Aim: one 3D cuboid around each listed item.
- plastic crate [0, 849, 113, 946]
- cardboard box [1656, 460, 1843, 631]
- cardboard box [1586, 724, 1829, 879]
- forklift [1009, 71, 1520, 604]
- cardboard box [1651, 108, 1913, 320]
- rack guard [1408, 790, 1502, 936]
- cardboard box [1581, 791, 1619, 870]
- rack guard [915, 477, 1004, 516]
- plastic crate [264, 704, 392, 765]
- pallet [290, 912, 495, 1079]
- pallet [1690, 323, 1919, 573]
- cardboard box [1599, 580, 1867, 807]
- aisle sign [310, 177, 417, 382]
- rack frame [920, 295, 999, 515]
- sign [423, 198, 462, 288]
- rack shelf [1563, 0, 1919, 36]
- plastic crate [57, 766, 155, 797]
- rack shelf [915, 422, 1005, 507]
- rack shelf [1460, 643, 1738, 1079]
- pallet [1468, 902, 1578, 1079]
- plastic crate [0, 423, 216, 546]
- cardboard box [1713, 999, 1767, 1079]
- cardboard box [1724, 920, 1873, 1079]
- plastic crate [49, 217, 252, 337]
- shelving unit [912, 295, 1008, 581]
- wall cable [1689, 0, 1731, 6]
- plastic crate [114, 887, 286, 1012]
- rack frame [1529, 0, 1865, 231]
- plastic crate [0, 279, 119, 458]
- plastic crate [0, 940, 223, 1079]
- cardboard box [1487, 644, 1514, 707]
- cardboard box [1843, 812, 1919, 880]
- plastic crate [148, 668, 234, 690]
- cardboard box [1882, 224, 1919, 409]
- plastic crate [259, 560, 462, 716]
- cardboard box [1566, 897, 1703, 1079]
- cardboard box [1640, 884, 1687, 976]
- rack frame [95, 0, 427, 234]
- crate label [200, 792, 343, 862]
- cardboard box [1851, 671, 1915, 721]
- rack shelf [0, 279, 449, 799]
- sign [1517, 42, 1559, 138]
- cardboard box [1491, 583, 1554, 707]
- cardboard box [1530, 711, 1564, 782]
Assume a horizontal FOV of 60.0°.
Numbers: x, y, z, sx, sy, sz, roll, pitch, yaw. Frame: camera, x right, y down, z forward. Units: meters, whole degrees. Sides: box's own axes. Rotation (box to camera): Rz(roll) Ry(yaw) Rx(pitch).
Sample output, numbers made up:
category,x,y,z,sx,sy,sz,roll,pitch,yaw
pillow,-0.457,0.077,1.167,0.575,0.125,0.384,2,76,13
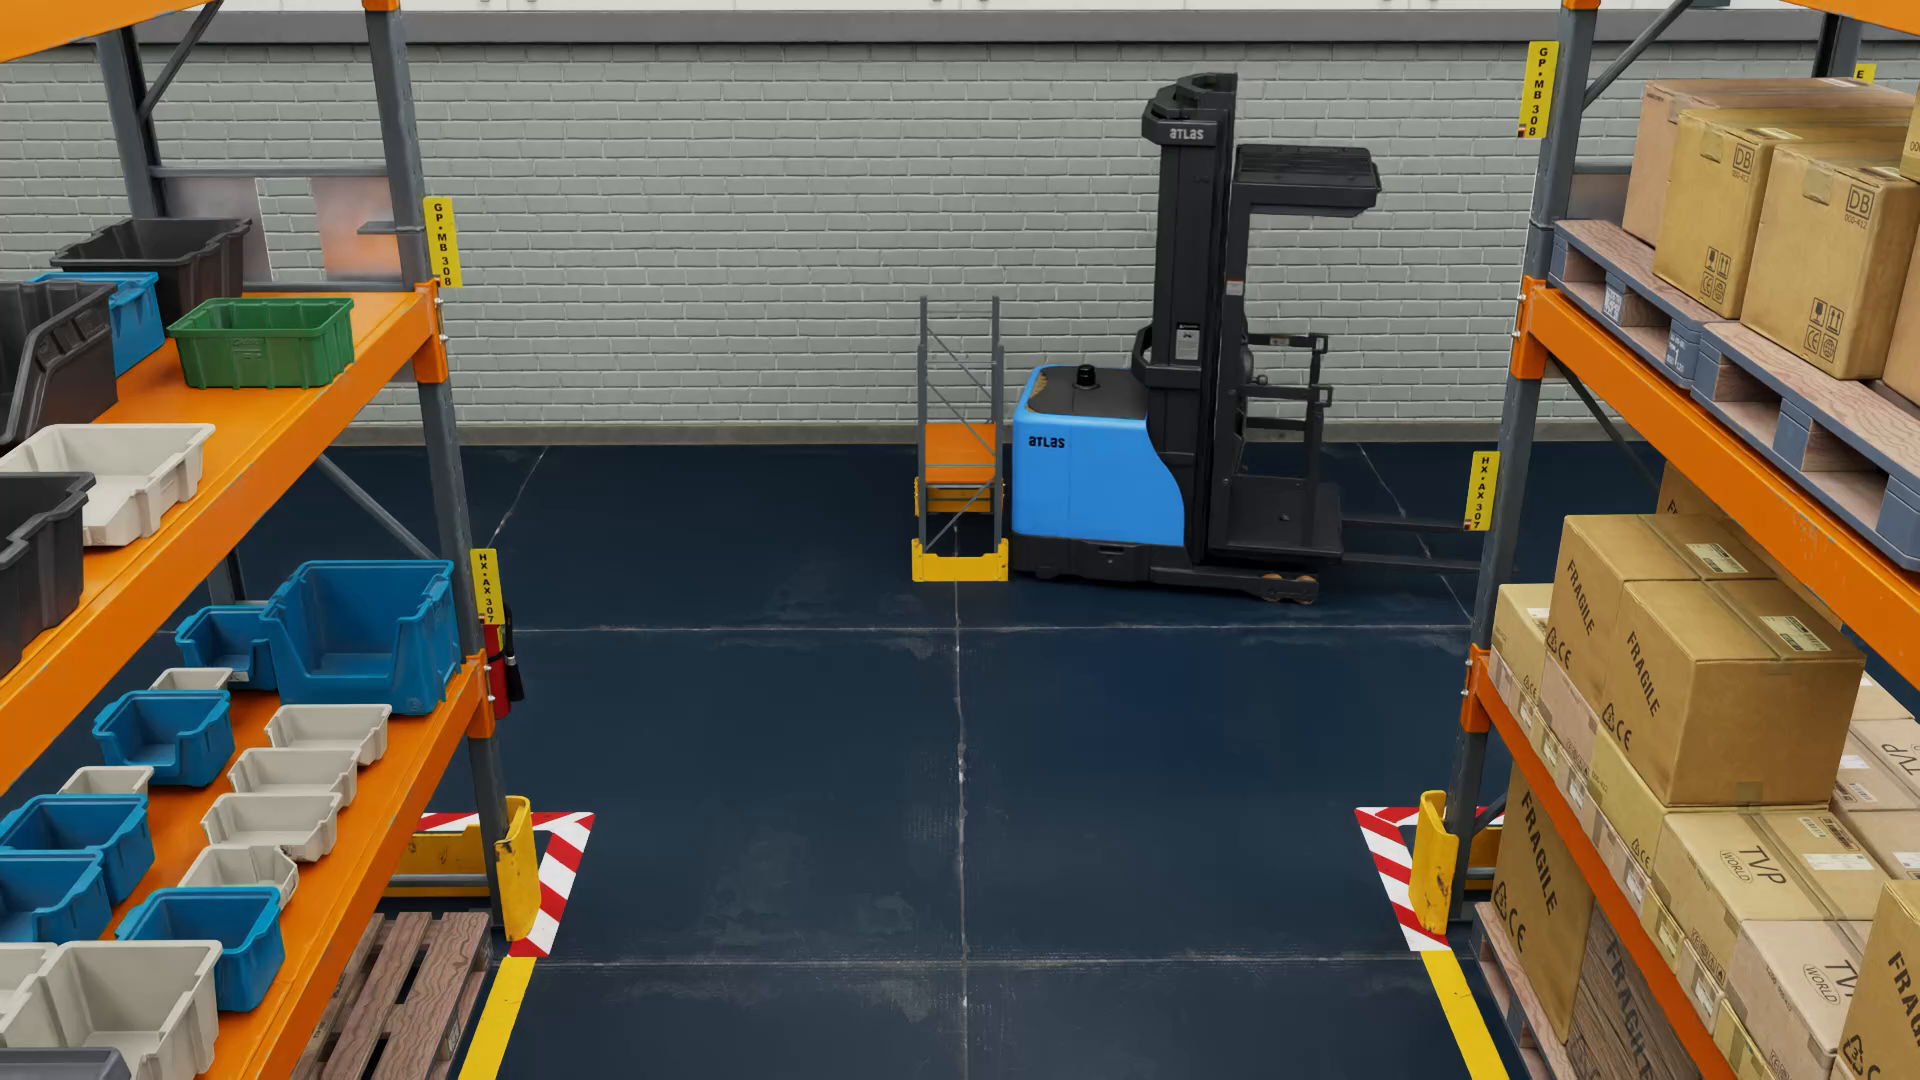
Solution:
category,x,y,z,sx,sy,sz,roll,pitch,yaw
plastic crate,-2.707,1.086,4.840,0.416,0.233,0.300,0,24,-1
cardboard box,2.822,0.036,5.942,0.500,0.500,0.500,0,24,0
cardboard box,2.304,0.798,5.166,0.500,0.250,0.500,-1,24,-2
forklift,1.866,-1.190,9.825,3.031,2.935,1.130,4,25,9
cardboard box,2.499,-0.958,4.835,0.700,0.500,0.500,-1,24,-2
rack guard,2.554,1.374,7.105,1.175,0.500,0.348,0,24,-1
cardboard box,2.241,0.931,5.357,0.380,0.149,0.250,-1,24,-2
rack guard,-0.005,-0.289,11.083,0.587,0.250,0.087,0,24,0
plastic crate,-2.208,0.695,5.820,0.396,0.136,0.243,0,24,-1
pallet,-2.428,1.878,6.342,1.003,0.211,1.213,0,24,-1
pallet,2.589,-0.272,4.178,1.003,0.211,1.213,0,24,-1
cardboard box,2.307,0.455,5.016,0.500,0.500,0.500,-1,24,-2
aisle sign,-2.106,-0.948,6.052,0.394,0.787,0.004,0,24,-1
rack frame,-0.004,-0.859,10.827,0.500,1.500,0.032,0,24,0
sign,-1.849,-1.061,5.943,0.100,0.325,0.005,0,24,-1
rack shelf,2.576,-1.154,3.740,1.077,0.370,4.000,0,24,-1
plastic crate,-2.797,0.875,5.422,0.250,0.136,0.298,0,24,-1
rack shelf,-0.001,-0.485,10.438,0.538,0.185,1.000,0,24,0
rack shelf,2.576,1.397,4.894,1.077,0.370,4.000,0,24,-1
pallet,2.641,1.845,6.415,1.003,0.211,1.213,0,24,-1
plastic crate,-2.128,-0.129,4.075,0.437,0.136,0.530,0,24,-1
cardboard box,2.253,1.354,4.421,0.380,0.149,0.250,-1,24,-1
cardboard box,2.317,1.222,4.230,0.500,0.250,0.500,0,24,1
plastic crate,-2.673,-0.880,5.574,0.497,0.269,0.590,0,24,-1
shelving unit,-0.001,-0.653,10.372,0.587,1.500,1.083,0,24,0
wall cable,5.939,-6.300,9.855,2.277,5.999,0.120,0,24,-1
plastic crate,-2.120,1.161,4.673,0.416,0.233,0.300,0,24,-1
rack frame,2.554,-2.488,5.332,1.000,3.000,0.127,0,24,-1
plastic crate,-2.657,-0.440,4.519,0.504,0.338,0.767,0,24,-1
plastic crate,-2.187,1.312,4.280,0.437,0.282,0.530,0,24,-1
cardboard box,2.228,0.507,6.293,0.380,0.149,0.250,0,24,0
cardboard box,2.845,1.010,4.699,0.500,0.250,0.500,0,24,0
plastic crate,-2.804,0.596,6.040,0.250,0.136,0.298,0,24,-1
cardboard box,2.664,-0.516,3.858,0.700,0.500,0.500,1,24,2
plastic crate,-2.208,0.361,6.196,0.616,0.435,0.499,0,24,-1
cardboard box,2.651,1.660,5.508,0.875,0.875,0.875,0,24,-1
cardboard box,2.246,1.141,4.892,0.380,0.149,0.250,-1,24,-2
rack frame,-2.398,-2.466,5.283,1.000,3.000,0.127,0,24,-1
crate label,-2.192,0.929,5.302,0.396,0.136,0.243,0,24,-1
cardboard box,2.830,0.585,5.637,0.500,0.250,0.500,-1,24,-1
rack shelf,-2.377,0.052,4.227,1.077,0.370,4.000,0,24,-1
sign,1.999,-1.556,5.754,0.100,0.325,0.005,0,24,-1
cardboard box,2.290,0.377,6.098,0.500,0.250,0.500,-1,24,-2
cardboard box,2.236,0.718,5.826,0.380,0.149,0.250,-1,24,-2
